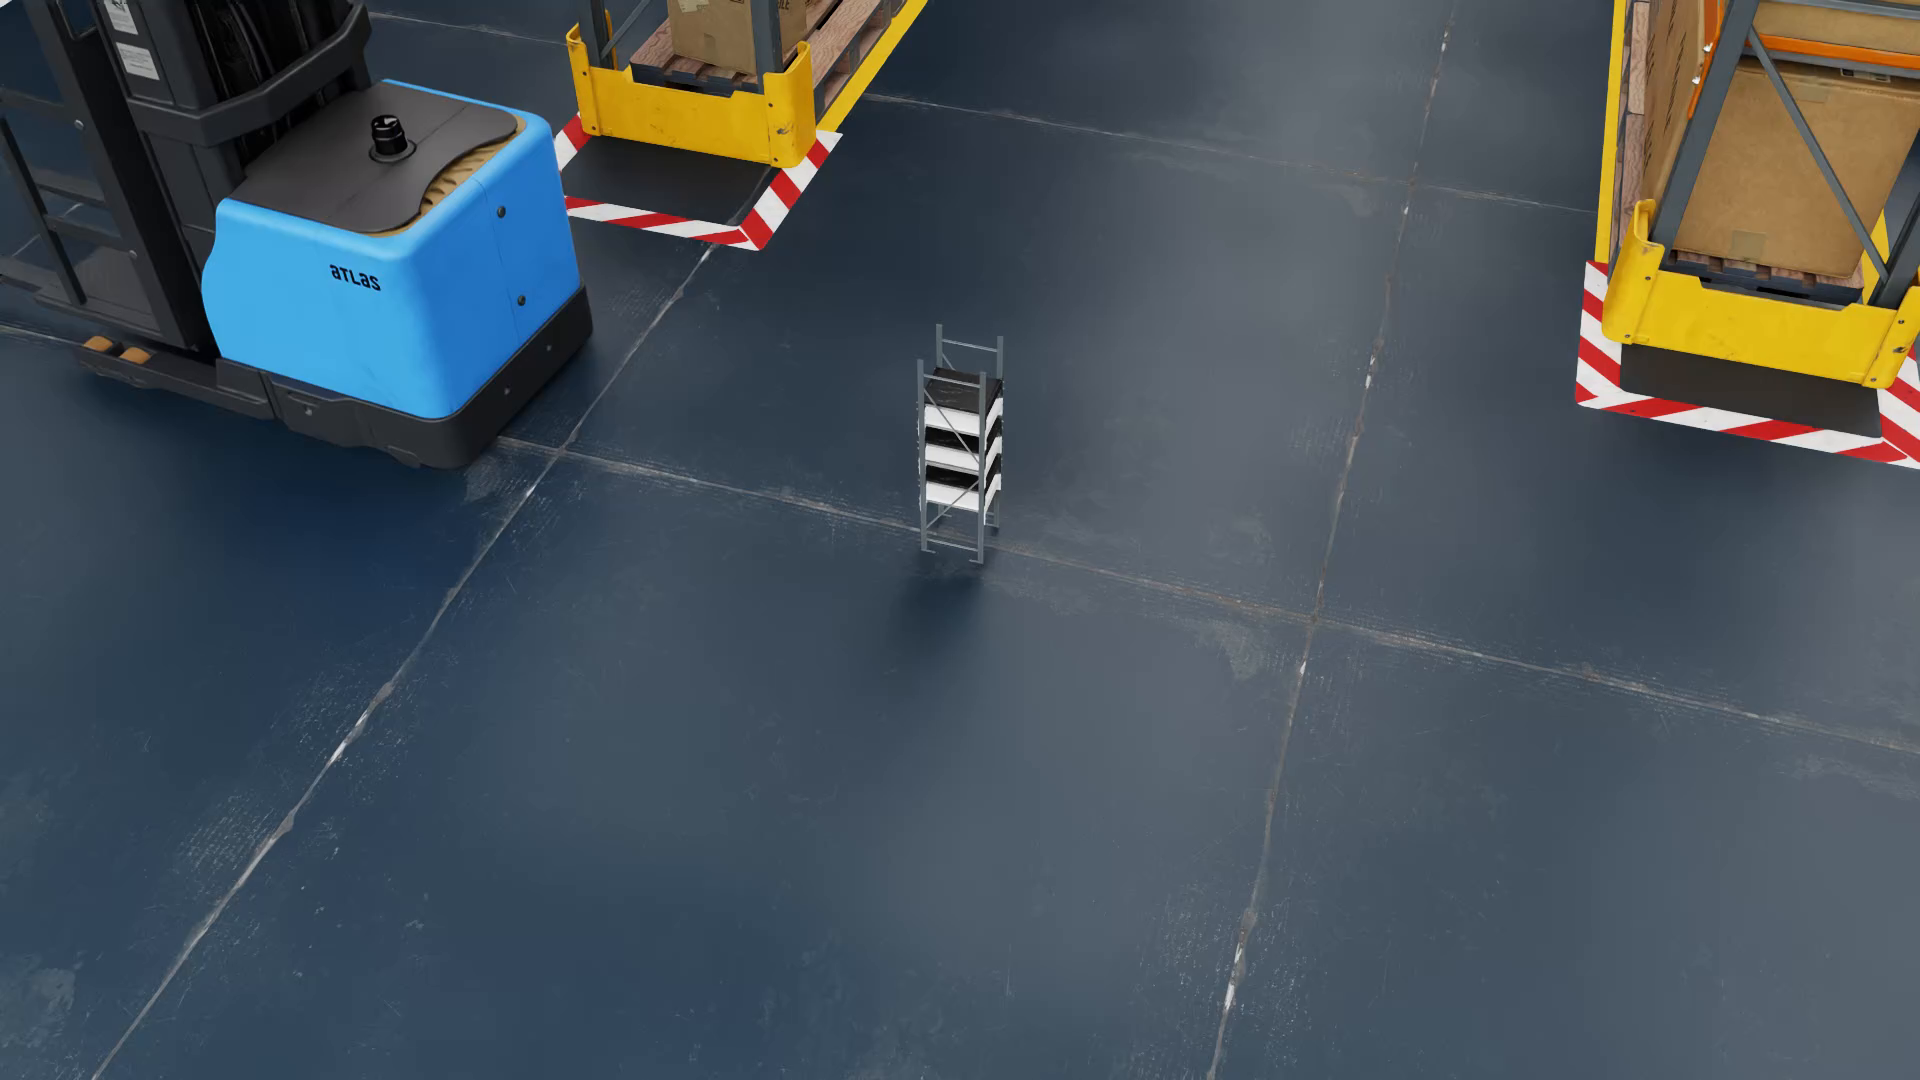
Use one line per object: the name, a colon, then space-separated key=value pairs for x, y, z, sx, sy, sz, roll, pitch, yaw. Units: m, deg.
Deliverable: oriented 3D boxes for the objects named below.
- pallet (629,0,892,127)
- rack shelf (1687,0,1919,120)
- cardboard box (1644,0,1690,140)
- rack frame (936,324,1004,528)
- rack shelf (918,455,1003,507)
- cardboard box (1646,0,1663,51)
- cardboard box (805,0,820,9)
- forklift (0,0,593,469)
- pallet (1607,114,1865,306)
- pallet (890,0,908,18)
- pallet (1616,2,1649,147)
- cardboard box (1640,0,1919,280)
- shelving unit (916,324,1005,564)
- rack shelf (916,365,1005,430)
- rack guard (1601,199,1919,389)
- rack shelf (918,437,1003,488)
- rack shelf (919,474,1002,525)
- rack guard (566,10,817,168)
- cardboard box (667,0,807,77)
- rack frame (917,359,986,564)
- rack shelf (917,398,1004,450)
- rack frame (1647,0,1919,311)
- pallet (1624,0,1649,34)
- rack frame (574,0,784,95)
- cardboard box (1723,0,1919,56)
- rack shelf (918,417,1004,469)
pallet: x=-1.028 y=-2.646 z=8.803 sx=1.003 sy=0.211 sz=1.213 roll=13 pitch=46 yaw=13
rack shelf: x=3.971 y=-3.016 z=7.702 sx=1.077 sy=0.370 sz=4.000 roll=13 pitch=46 yaw=13
cardboard box: x=3.773 y=-2.384 z=7.760 sx=0.875 sy=0.875 sz=0.875 roll=12 pitch=46 yaw=12
rack frame: x=0.033 y=-0.395 z=6.010 sx=0.240 sy=0.900 sz=0.006 roll=13 pitch=46 yaw=12
rack shelf: x=0.002 y=-0.239 z=6.027 sx=0.258 sy=0.077 sz=0.200 roll=13 pitch=46 yaw=12
cardboard box: x=4.051 y=-2.991 z=8.381 sx=0.875 sy=0.875 sz=0.875 roll=13 pitch=46 yaw=13
cardboard box: x=-0.977 y=-3.133 z=8.794 sx=0.500 sy=0.500 sz=0.500 roll=24 pitch=49 yaw=23
forklift: x=-3.122 y=-1.999 z=6.197 sx=3.031 sy=2.935 sz=1.130 roll=17 pitch=47 yaw=16
pallet: x=3.533 y=-1.493 z=7.625 sx=1.003 sy=0.211 sz=1.213 roll=13 pitch=46 yaw=13
pallet: x=-0.657 y=-3.457 z=9.632 sx=1.003 sy=0.211 sz=1.213 roll=13 pitch=46 yaw=13
pallet: x=3.905 y=-2.304 z=8.453 sx=1.003 sy=0.211 sz=1.213 roll=13 pitch=46 yaw=13
cardboard box: x=3.508 y=-1.797 z=7.161 sx=0.875 sy=0.875 sz=0.875 roll=13 pitch=46 yaw=13
shelving unit: x=0.002 y=-0.327 z=5.941 sx=0.258 sy=0.900 sz=0.210 roll=13 pitch=46 yaw=12
rack shelf: x=0.002 y=-0.496 z=5.775 sx=0.258 sy=0.077 sz=0.200 roll=13 pitch=46 yaw=12
rack guard: x=3.359 y=-1.031 z=6.946 sx=1.175 sy=0.500 sz=0.348 roll=13 pitch=46 yaw=13
rack shelf: x=0.002 y=-0.303 z=5.964 sx=0.258 sy=0.077 sz=0.200 roll=13 pitch=46 yaw=12
rack shelf: x=0.002 y=-0.175 z=6.090 sx=0.258 sy=0.077 sz=0.200 roll=13 pitch=46 yaw=12
rack guard: x=-1.308 y=-2.215 z=8.157 sx=1.175 sy=0.500 sz=0.348 roll=13 pitch=46 yaw=13
cardboard box: x=-1.126 y=-2.728 z=8.380 sx=0.500 sy=0.500 sz=0.500 roll=21 pitch=48 yaw=20
rack frame: x=-0.028 y=-0.259 z=5.872 sx=0.240 sy=0.900 sz=0.006 roll=13 pitch=46 yaw=12
rack shelf: x=0.002 y=-0.432 z=5.838 sx=0.258 sy=0.077 sz=0.200 roll=13 pitch=46 yaw=12
rack frame: x=3.366 y=-1.940 z=6.088 sx=1.000 sy=3.000 sz=0.127 roll=13 pitch=46 yaw=13
pallet: x=4.272 y=-3.120 z=9.287 sx=1.003 sy=0.211 sz=1.213 roll=13 pitch=46 yaw=13
rack frame: x=-1.331 y=-3.058 z=7.231 sx=1.000 sy=3.000 sz=0.127 roll=13 pitch=46 yaw=13
cardboard box: x=3.435 y=-2.251 z=6.298 sx=0.875 sy=0.550 sz=0.550 roll=13 pitch=46 yaw=13
rack shelf: x=0.002 y=-0.368 z=5.901 sx=0.258 sy=0.077 sz=0.200 roll=13 pitch=46 yaw=12
